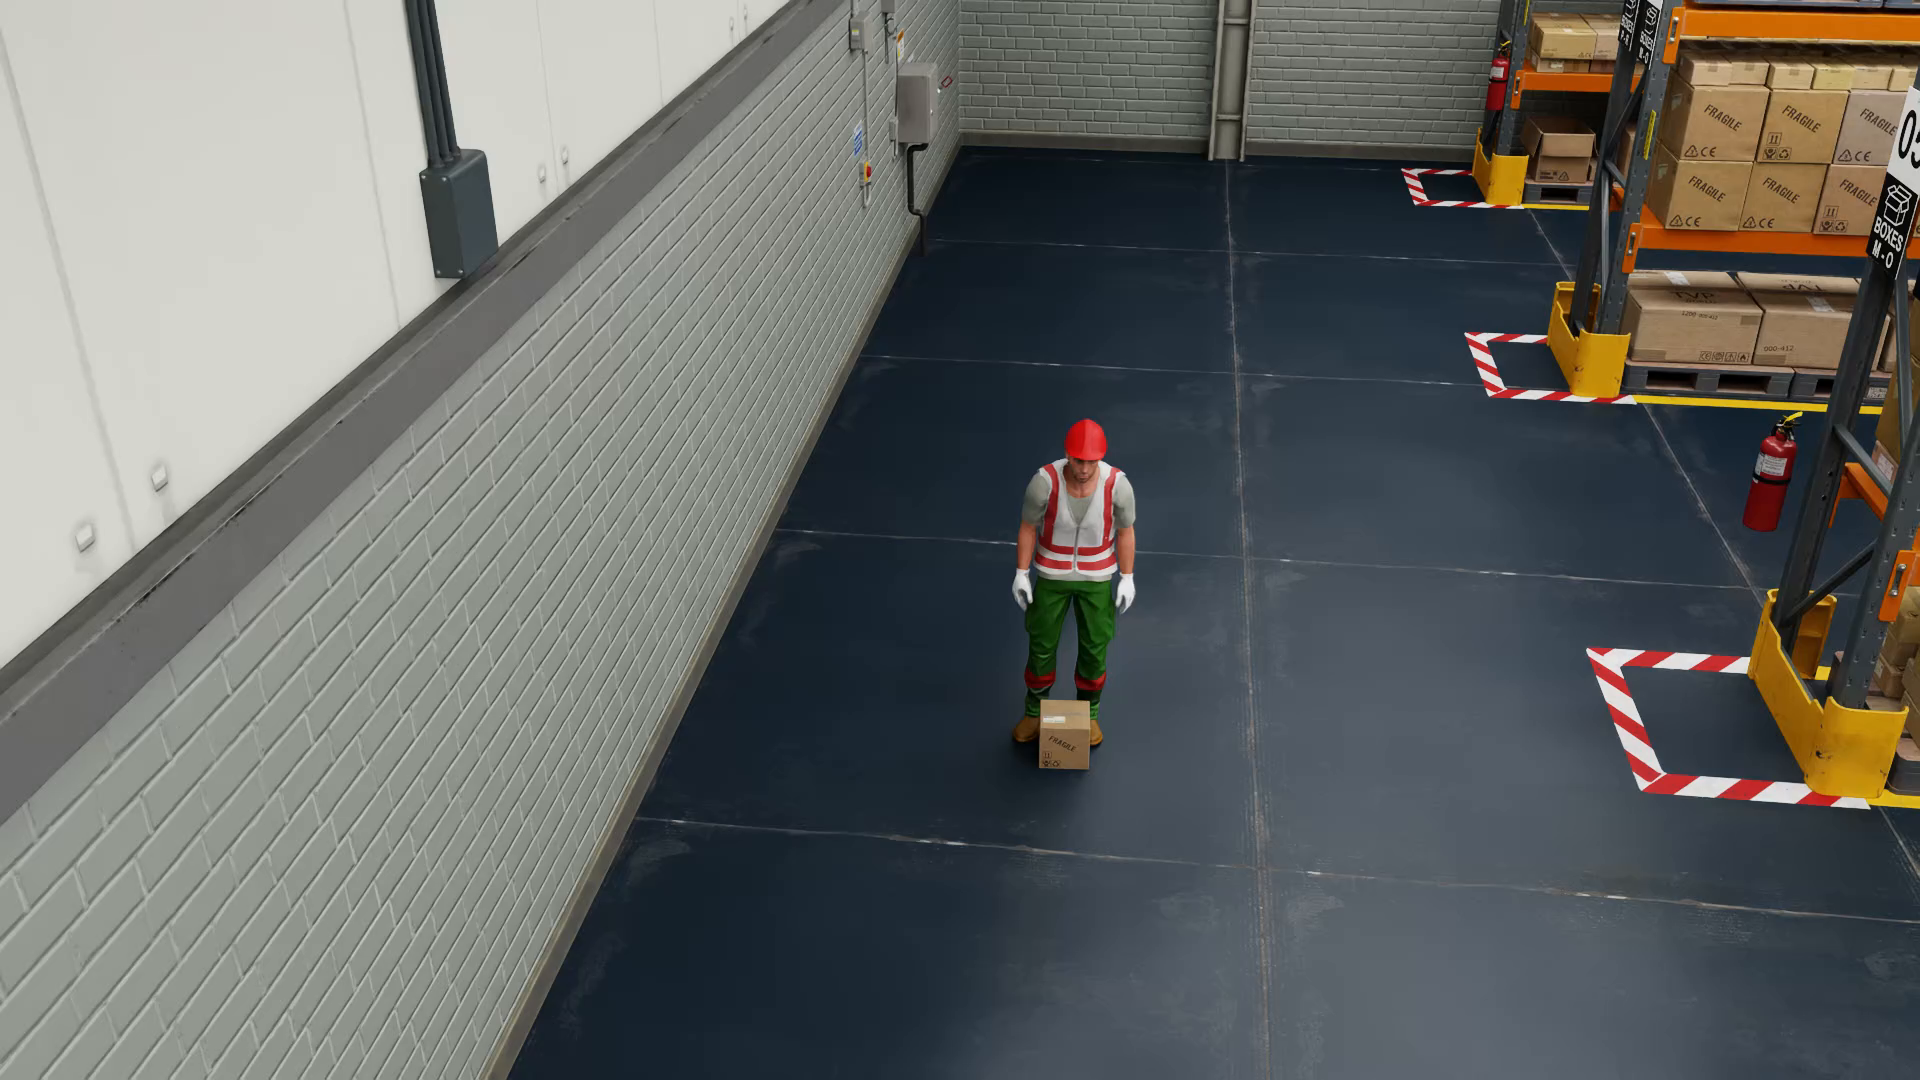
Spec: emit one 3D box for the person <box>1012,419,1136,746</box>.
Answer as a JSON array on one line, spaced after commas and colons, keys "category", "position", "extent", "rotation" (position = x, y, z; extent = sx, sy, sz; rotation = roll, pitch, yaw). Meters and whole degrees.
[{"category": "person", "position": [0.565, 0.203, 8.228], "extent": [0.613, 1.778, 0.452], "rotation": [2, 28, 3]}]
